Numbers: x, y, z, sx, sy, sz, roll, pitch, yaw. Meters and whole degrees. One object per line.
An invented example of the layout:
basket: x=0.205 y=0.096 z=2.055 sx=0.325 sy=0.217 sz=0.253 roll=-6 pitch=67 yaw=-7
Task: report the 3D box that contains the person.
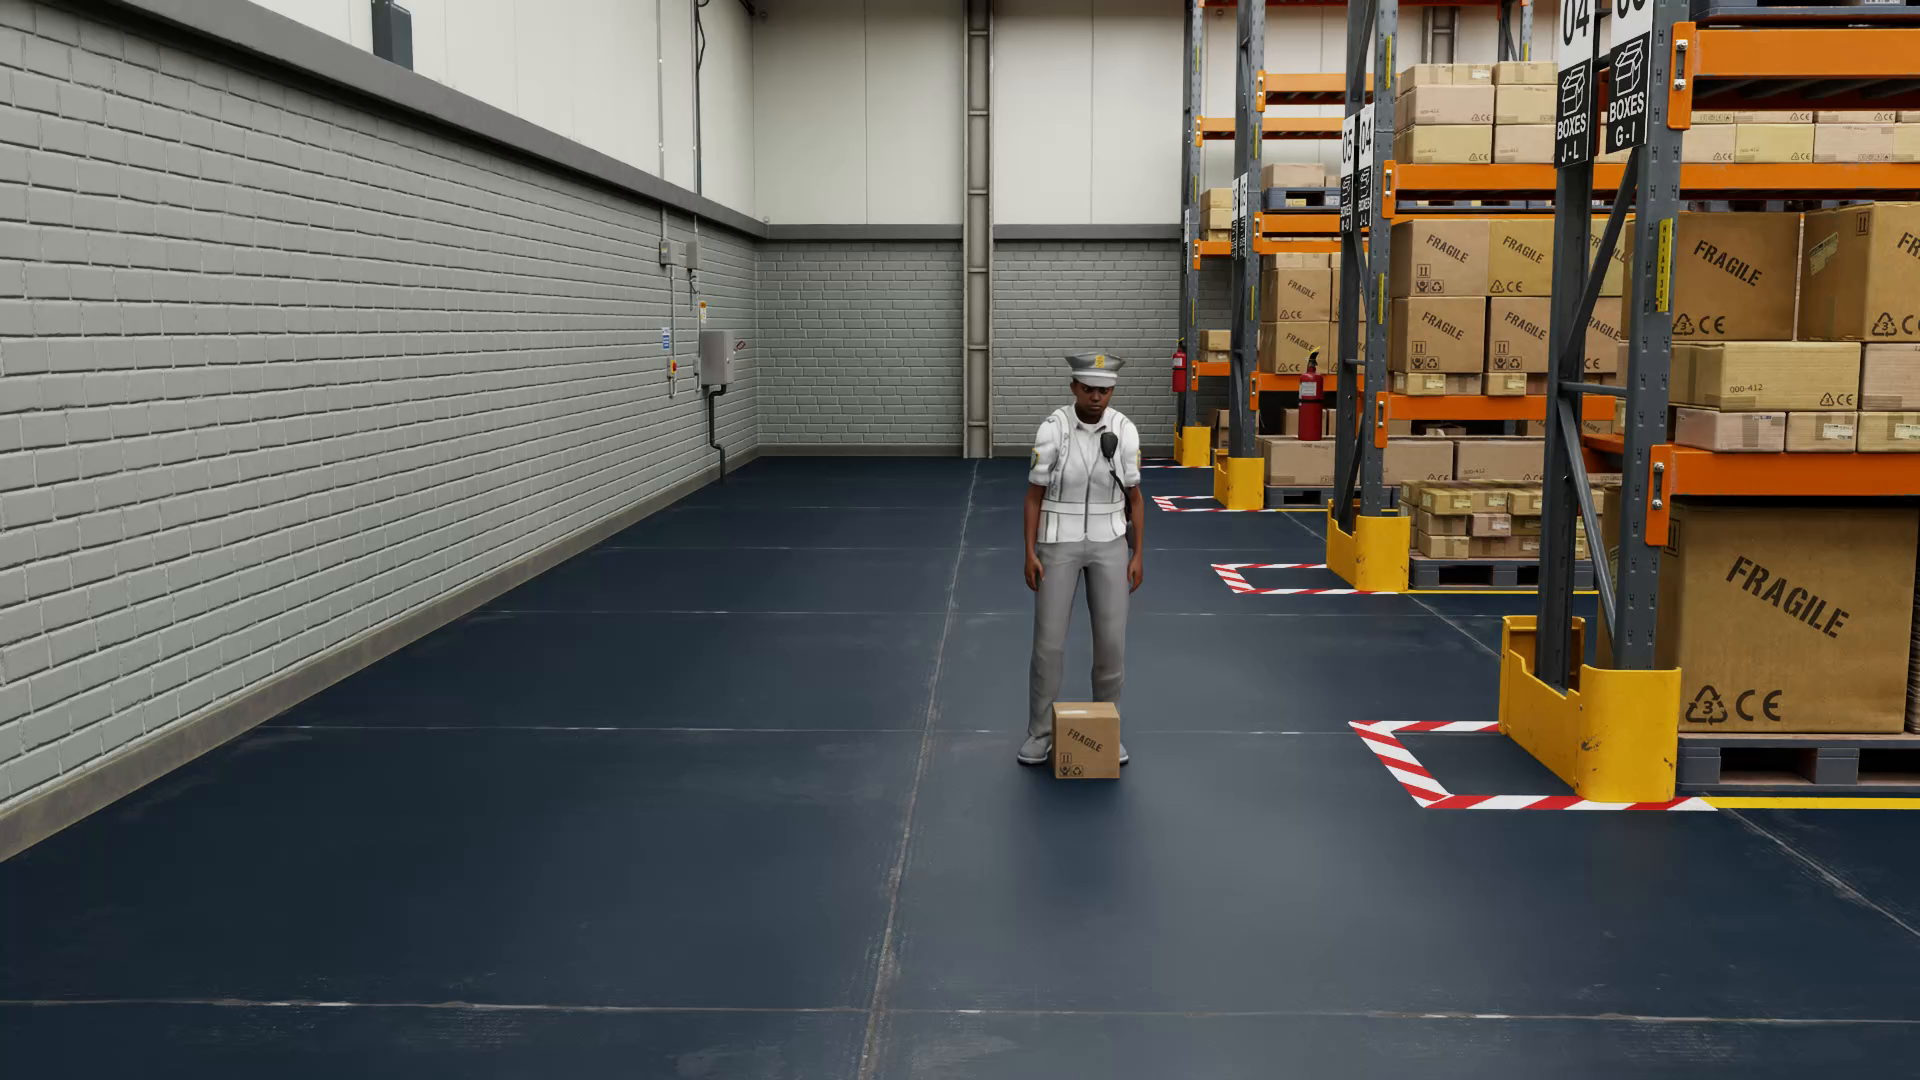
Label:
person: x=0.493 y=0.070 z=6.758 sx=0.521 sy=1.653 sz=0.395 roll=0 pitch=7 yaw=-2
